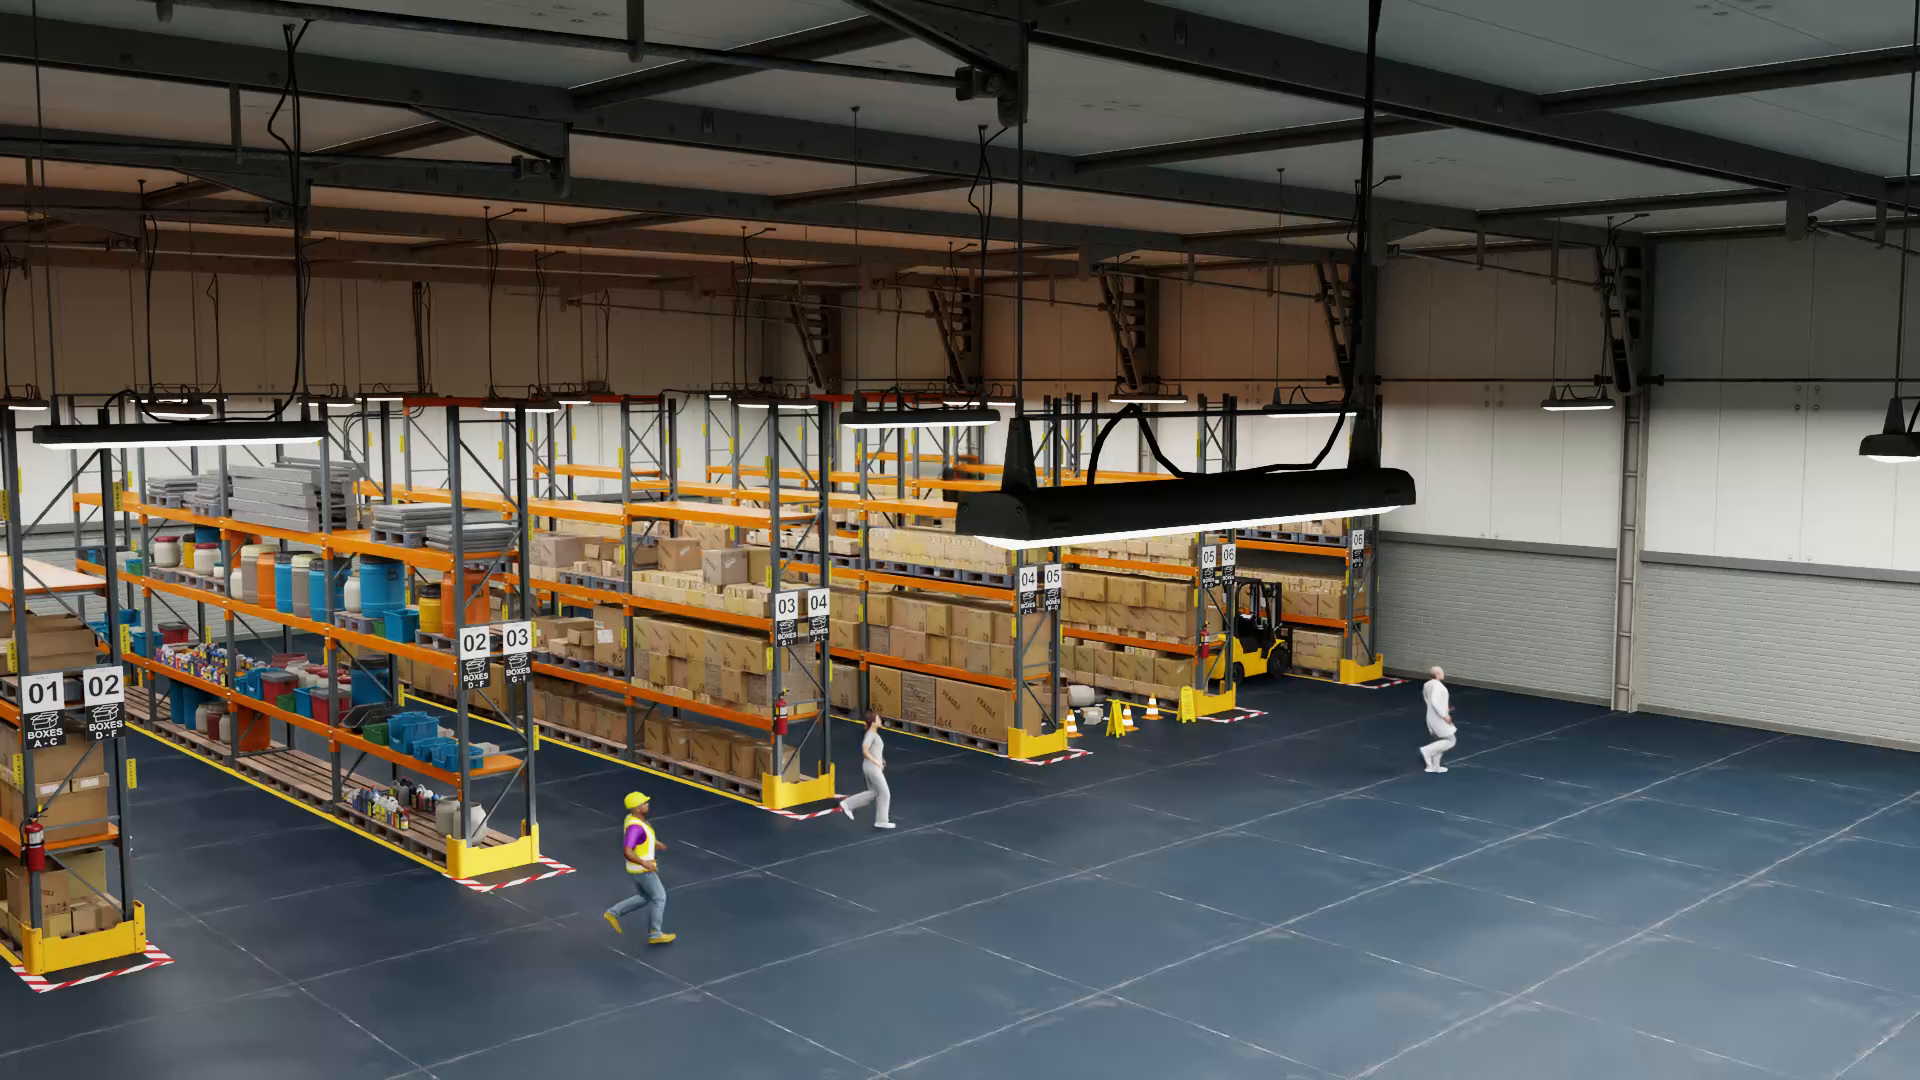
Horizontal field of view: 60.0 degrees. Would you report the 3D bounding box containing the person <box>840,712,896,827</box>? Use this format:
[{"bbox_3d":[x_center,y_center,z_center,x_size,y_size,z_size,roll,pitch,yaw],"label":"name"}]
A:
[{"bbox_3d":[-1.310,3.257,23.575,0.800,1.658,0.599,0,6,-5],"label":"person"}]

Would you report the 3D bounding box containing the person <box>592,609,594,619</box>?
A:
[{"bbox_3d":[-9.132,1.380,42.090,0.677,1.806,0.849,5,8,44],"label":"person"}]

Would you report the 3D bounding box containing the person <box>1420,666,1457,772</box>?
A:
[{"bbox_3d":[7.688,2.886,26.749,0.635,1.730,0.708,0,6,-5],"label":"person"}]

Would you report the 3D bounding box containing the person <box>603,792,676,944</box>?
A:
[{"bbox_3d":[-3.598,3.673,18.613,0.795,1.733,0.712,-1,6,-14],"label":"person"}]

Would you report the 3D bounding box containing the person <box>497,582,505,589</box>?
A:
[{"bbox_3d":[-11.184,1.656,40.101,0.859,1.614,0.720,-4,7,-38],"label":"person"}]
